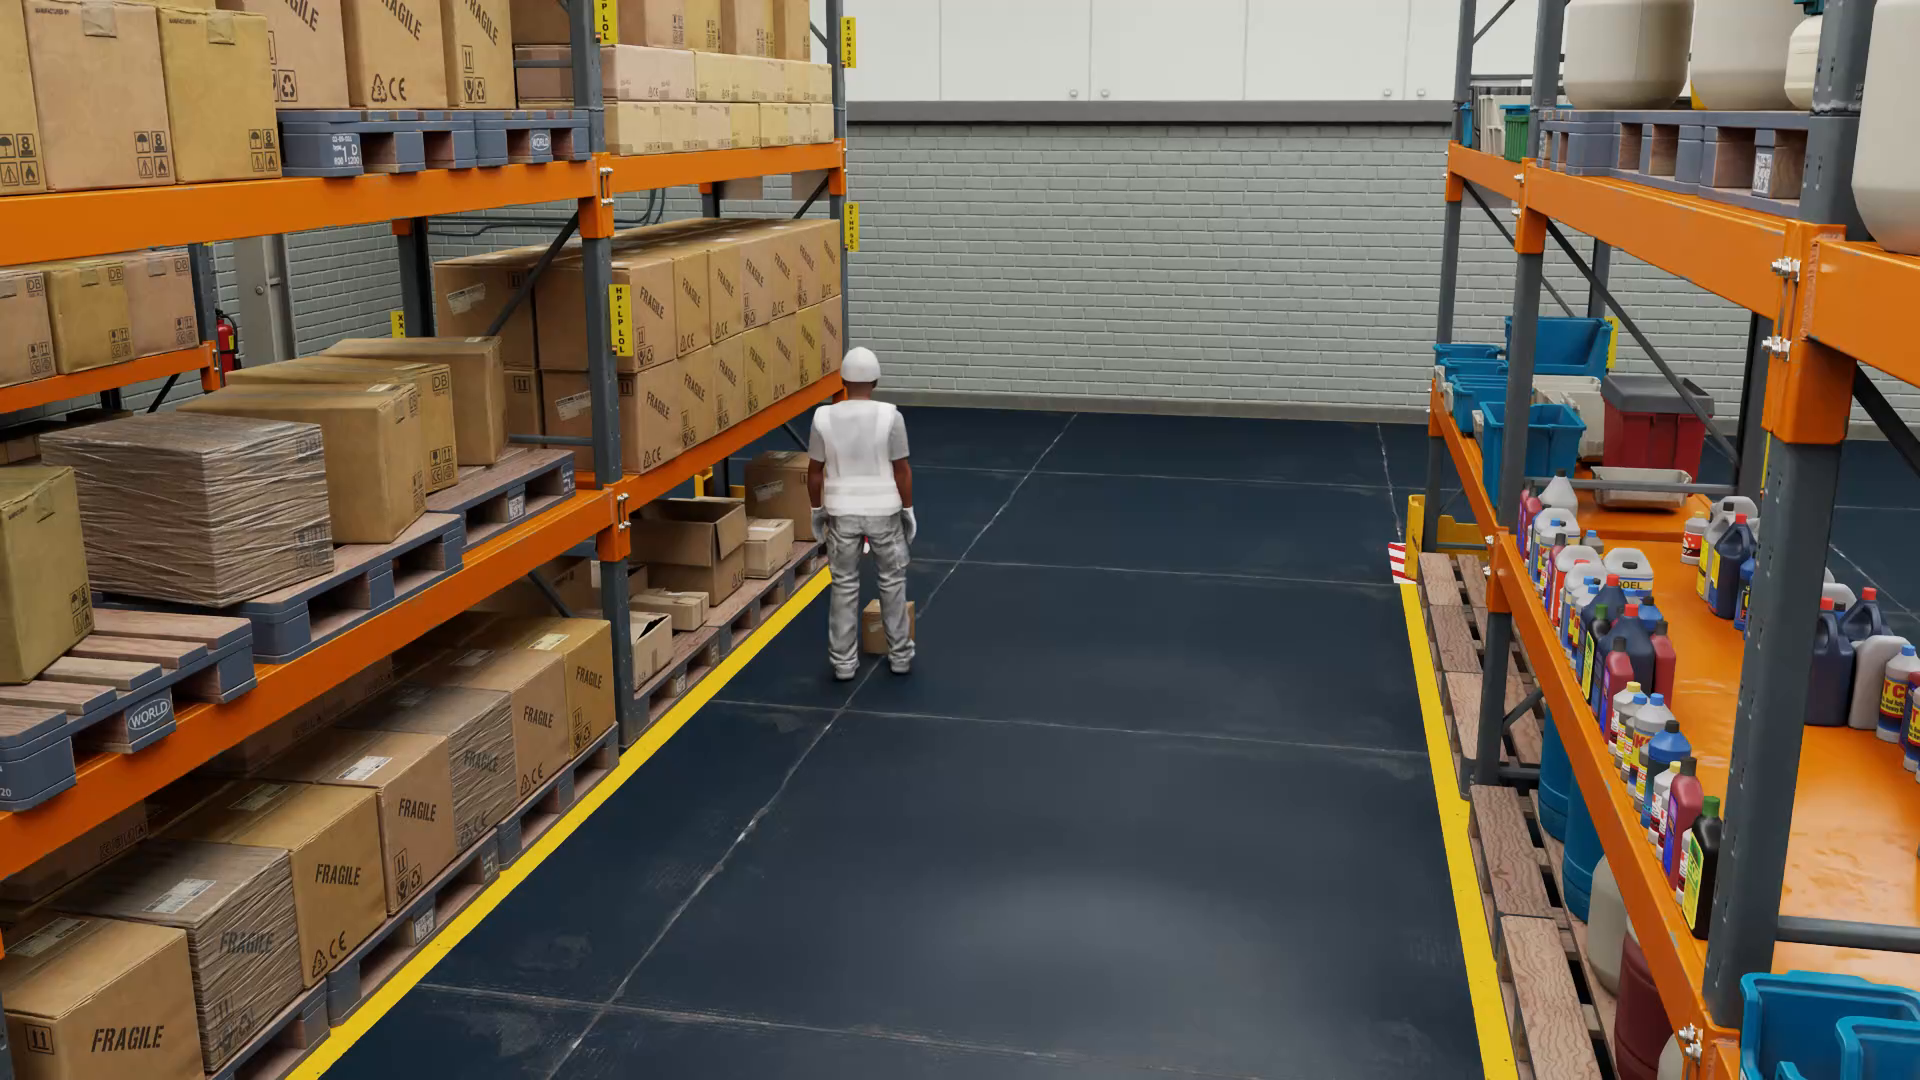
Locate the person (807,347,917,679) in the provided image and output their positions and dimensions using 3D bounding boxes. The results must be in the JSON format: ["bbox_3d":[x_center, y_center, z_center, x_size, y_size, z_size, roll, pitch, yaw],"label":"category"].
[{"bbox_3d":[-0.518,-0.154,8.965,0.586,1.789,0.456,1,15,5],"label":"person"}]
